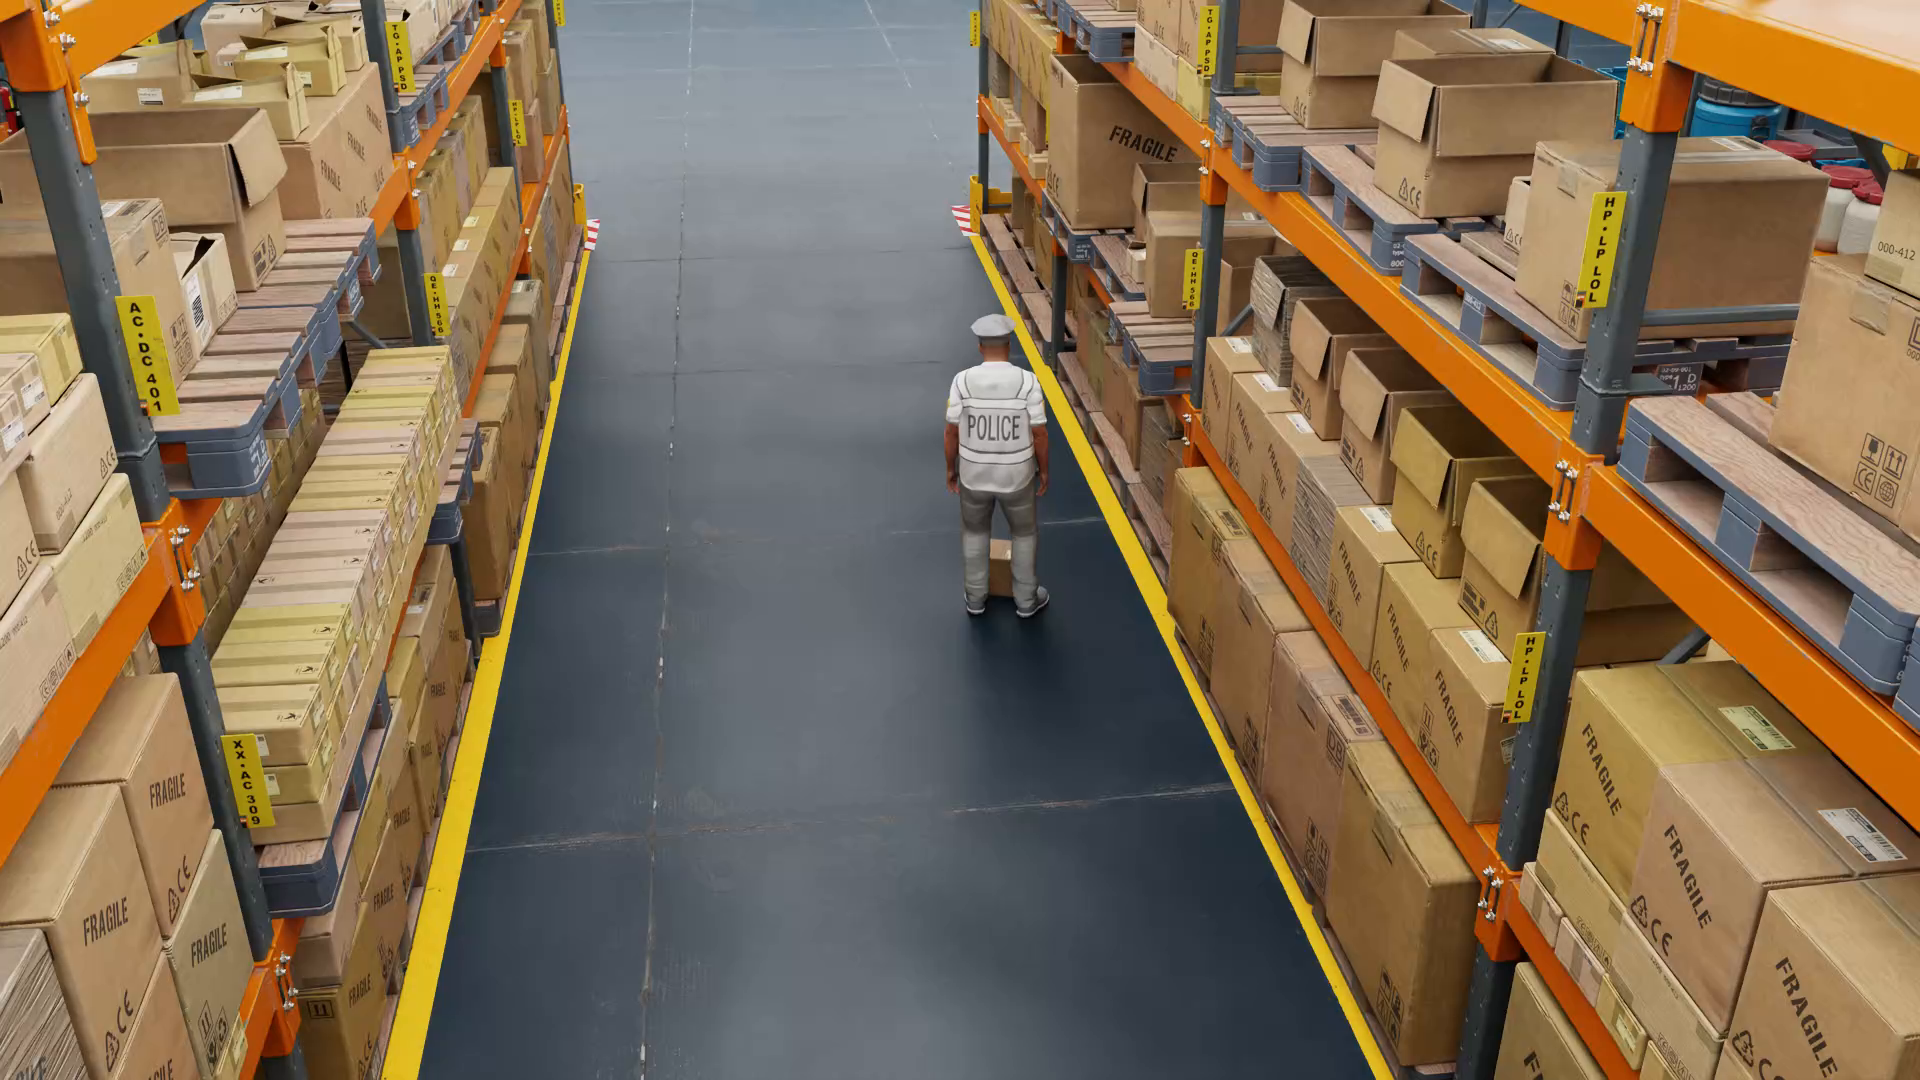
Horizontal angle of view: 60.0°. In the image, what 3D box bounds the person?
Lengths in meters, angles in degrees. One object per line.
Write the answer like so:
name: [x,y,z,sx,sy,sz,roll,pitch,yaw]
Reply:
person: [0.212,-0.376,9.349,0.601,1.747,0.437,3,27,6]
